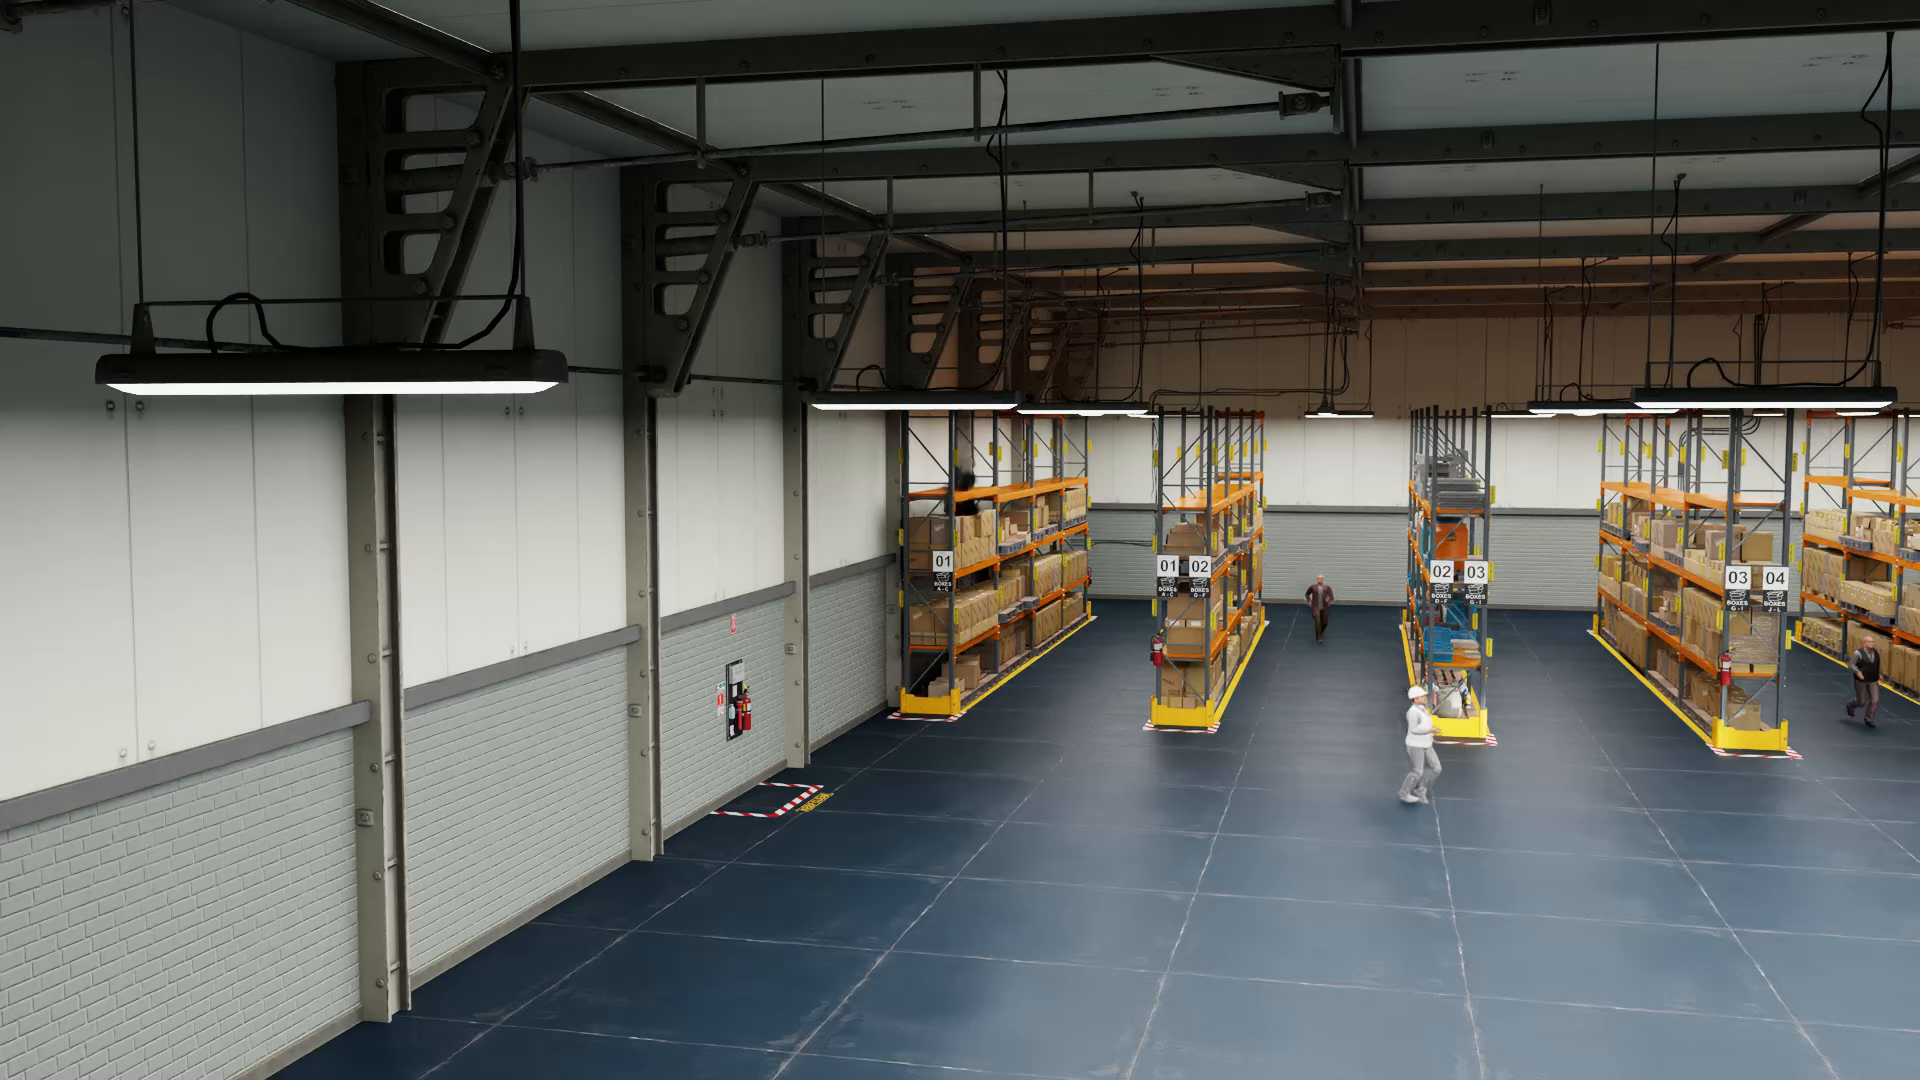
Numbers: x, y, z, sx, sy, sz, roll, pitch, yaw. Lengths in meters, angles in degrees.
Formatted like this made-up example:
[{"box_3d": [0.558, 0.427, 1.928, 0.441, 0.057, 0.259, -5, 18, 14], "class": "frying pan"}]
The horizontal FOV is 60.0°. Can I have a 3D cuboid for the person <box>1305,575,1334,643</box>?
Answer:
[{"box_3d": [9.287, 1.769, 42.955, 0.720, 1.747, 0.917, 0, 4, 4], "class": "person"}]

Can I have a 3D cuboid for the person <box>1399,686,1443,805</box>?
[{"box_3d": [6.888, 3.074, 24.742, 0.654, 1.789, 0.640, 3, 5, 36], "class": "person"}]

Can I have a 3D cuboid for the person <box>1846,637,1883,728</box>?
[{"box_3d": [17.002, 2.647, 31.254, 0.655, 1.682, 0.815, 0, 4, 2], "class": "person"}]
